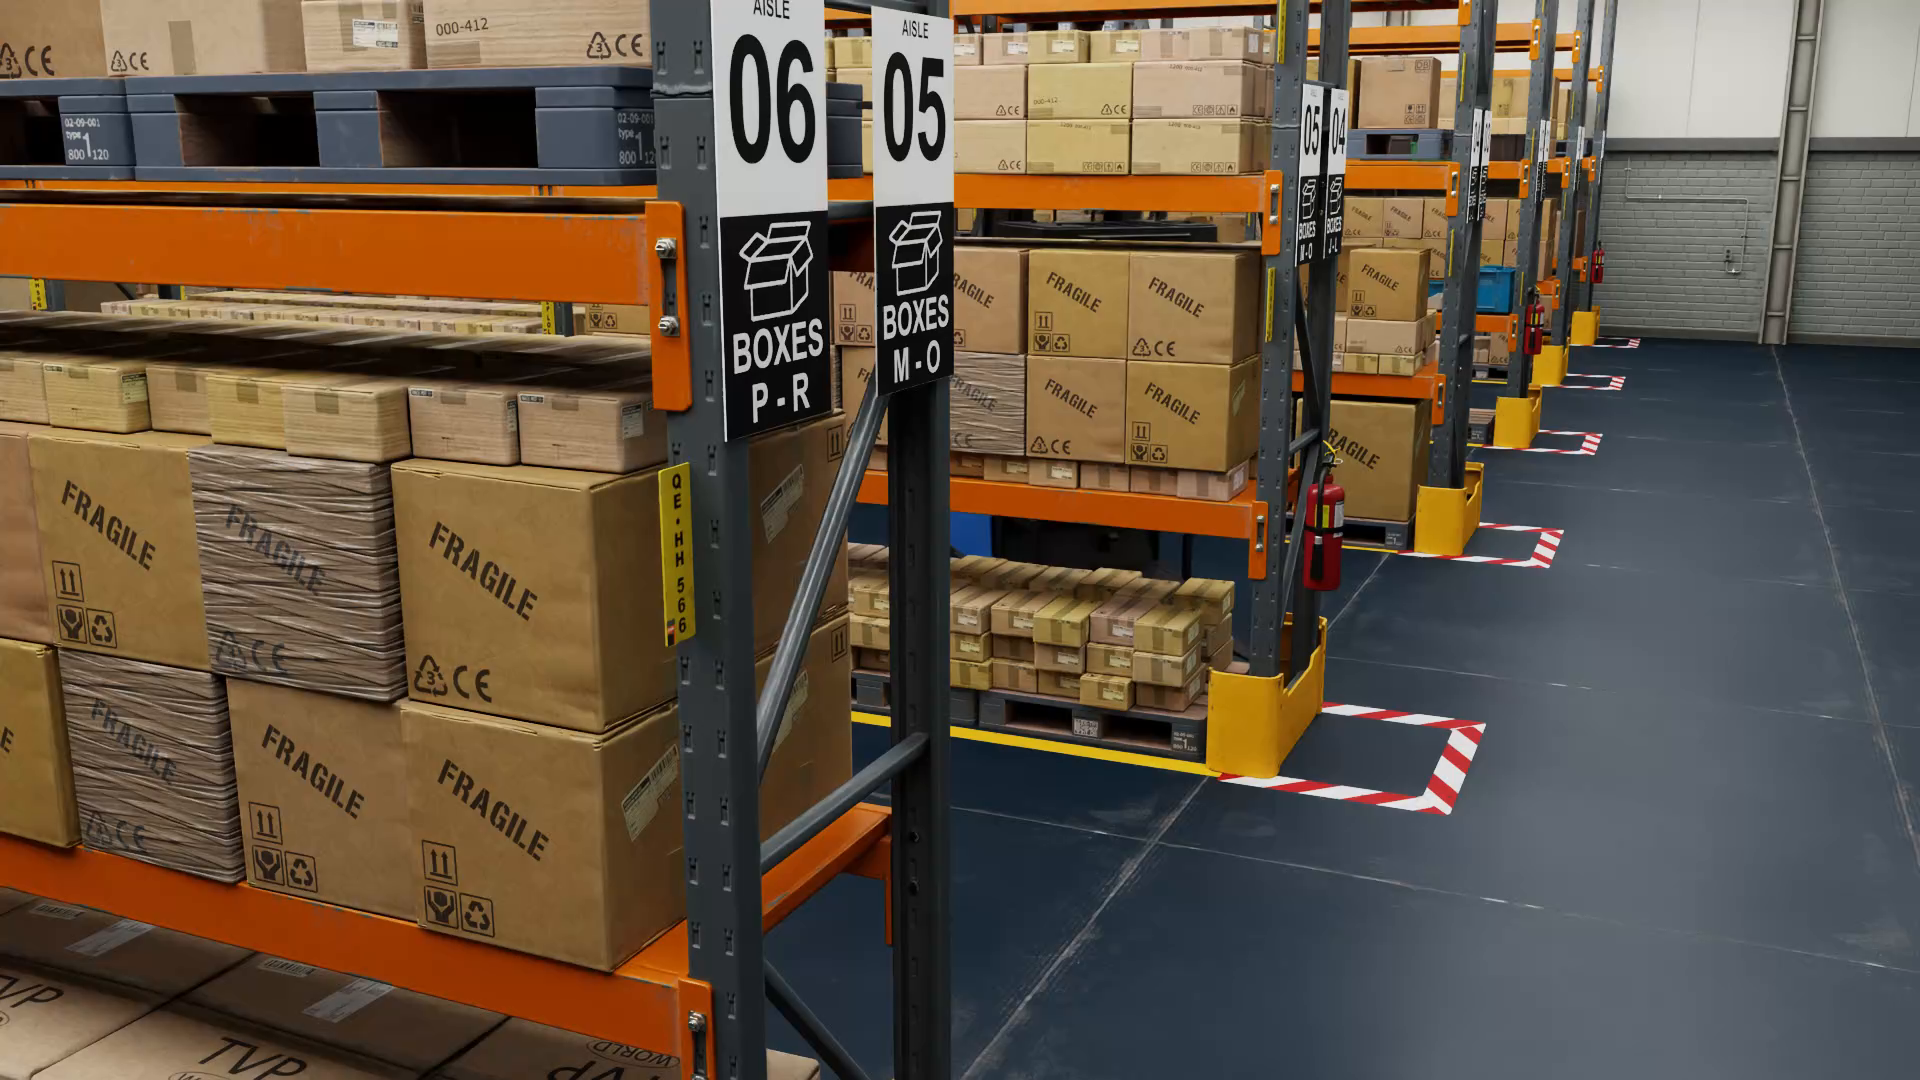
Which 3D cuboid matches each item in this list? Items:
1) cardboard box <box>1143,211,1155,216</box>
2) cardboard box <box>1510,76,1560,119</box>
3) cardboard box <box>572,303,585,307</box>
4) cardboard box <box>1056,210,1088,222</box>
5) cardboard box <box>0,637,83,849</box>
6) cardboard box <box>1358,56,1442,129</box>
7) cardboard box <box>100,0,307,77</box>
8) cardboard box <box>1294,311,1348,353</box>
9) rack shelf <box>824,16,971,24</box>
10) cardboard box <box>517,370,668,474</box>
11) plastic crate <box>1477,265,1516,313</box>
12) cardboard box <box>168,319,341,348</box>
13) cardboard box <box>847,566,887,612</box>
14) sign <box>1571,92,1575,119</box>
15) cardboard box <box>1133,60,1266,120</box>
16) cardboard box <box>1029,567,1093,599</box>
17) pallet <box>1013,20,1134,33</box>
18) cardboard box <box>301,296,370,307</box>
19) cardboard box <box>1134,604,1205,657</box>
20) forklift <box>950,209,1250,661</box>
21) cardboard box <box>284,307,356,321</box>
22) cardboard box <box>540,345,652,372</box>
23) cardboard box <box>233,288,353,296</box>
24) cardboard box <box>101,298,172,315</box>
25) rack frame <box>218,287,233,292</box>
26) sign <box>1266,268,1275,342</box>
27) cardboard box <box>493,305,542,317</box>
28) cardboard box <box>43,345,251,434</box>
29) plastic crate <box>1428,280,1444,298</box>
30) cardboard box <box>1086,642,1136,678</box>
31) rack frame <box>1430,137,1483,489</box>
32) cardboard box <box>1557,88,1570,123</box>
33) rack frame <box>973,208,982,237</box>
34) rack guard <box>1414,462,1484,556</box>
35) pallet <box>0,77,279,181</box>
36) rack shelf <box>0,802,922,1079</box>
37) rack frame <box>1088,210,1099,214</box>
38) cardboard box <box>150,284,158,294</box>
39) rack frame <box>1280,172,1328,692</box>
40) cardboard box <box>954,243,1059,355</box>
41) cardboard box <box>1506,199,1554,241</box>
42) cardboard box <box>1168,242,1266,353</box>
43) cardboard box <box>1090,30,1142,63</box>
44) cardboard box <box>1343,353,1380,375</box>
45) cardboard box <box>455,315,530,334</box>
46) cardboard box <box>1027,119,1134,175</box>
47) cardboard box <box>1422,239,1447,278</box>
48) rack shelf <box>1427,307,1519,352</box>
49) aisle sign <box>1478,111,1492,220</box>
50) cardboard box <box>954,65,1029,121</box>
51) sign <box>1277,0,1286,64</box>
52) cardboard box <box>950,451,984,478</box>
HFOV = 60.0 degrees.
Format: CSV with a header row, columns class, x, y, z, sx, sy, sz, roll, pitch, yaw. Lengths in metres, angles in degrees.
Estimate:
class,x,y,z,sx,sy,sz,roll,pitch,yaw
cardboard box,3.255,-5.375,28.180,0.500,0.500,0.500,6,15,25
cardboard box,7.275,-5.585,21.016,0.500,0.500,0.700,6,14,23
cardboard box,-3.245,-2.163,15.190,0.500,0.500,0.500,6,15,25
cardboard box,2.006,-5.625,28.977,0.500,0.500,0.700,4,14,17
cardboard box,-2.232,0.415,4.200,0.500,0.500,0.500,6,15,25
cardboard box,3.238,-3.275,12.224,0.500,0.500,0.700,5,14,20
cardboard box,-1.627,-1.225,3.902,0.500,0.311,0.500,6,15,24
cardboard box,2.721,-1.585,12.619,0.500,0.250,0.500,6,14,22
rack shelf,1.268,-6.965,20.687,3.809,1.986,15.735,6,14,23
cardboard box,-0.688,-0.249,3.423,0.250,0.149,0.380,6,14,24
plastic crate,5.359,-2.549,16.844,0.499,0.435,0.616,6,14,23
cardboard box,-1.892,-0.501,4.495,0.250,0.149,0.380,5,14,22
cardboard box,-0.584,0.268,9.065,0.250,0.149,0.380,5,14,21
sign,7.508,-5.322,20.367,0.005,0.325,0.100,6,14,23
cardboard box,0.027,-2.243,8.092,2.840,0.399,0.501,5,14,22
cardboard box,0.553,0.269,9.063,0.250,0.149,0.380,5,14,20
pallet,1.315,-5.585,18.147,1.213,0.211,1.003,6,14,23
cardboard box,-4.115,-1.517,10.981,0.250,0.149,0.380,6,14,23
cardboard box,1.047,0.448,8.298,0.250,0.149,0.380,6,14,24
forklift,0.829,-0.860,10.005,1.130,2.935,3.031,-5,14,-19
cardboard box,-3.908,-1.333,10.199,0.250,0.149,0.380,6,14,22
cardboard box,-0.760,-0.358,3.886,0.250,0.149,0.380,6,15,25
cardboard box,-6.567,-2.980,16.658,1.000,1.000,1.000,6,14,24
cardboard box,-5.333,-1.478,10.816,0.250,0.149,0.380,6,14,23
rack frame,-7.237,-2.587,17.212,0.127,3.000,1.000,6,14,23
sign,1.391,-1.053,7.451,0.005,0.325,0.100,6,14,23
cardboard box,-2.688,-1.373,10.368,0.250,0.149,0.380,6,14,24
cardboard box,-1.877,-0.356,3.877,0.250,0.149,0.380,6,15,25
plastic crate,5.047,-2.611,17.551,0.300,0.233,0.416,6,14,23
cardboard box,0.818,0.564,8.454,0.250,0.149,0.380,5,14,22
rack frame,3.735,-1.476,12.480,0.127,3.000,1.000,6,14,23
cardboard box,8.974,-6.596,25.283,0.500,0.500,0.500,6,14,23
rack frame,0.437,-4.285,24.451,0.127,3.000,1.000,6,14,23
rack guard,3.757,-0.257,12.756,0.348,0.500,1.175,6,14,23
pallet,-2.081,-1.003,4.090,1.213,0.211,1.003,6,14,23
rack shelf,-2.108,0.759,4.530,4.000,0.370,1.077,6,14,23
rack frame,2.440,-5.320,28.862,0.127,3.000,1.000,6,14,23
cardboard box,-8.066,-2.888,17.628,0.500,0.500,0.875,6,14,23
rack frame,1.635,-0.450,8.108,0.053,2.616,0.949,6,14,23
cardboard box,0.172,-1.213,8.301,0.500,0.500,0.500,7,15,26
cardboard box,7.233,-4.064,21.102,0.500,0.500,0.500,6,14,23
cardboard box,1.331,-1.227,8.359,0.500,0.500,0.500,6,14,23
cardboard box,0.790,-2.311,7.831,0.250,0.149,0.380,5,14,22
cardboard box,3.038,-1.342,12.457,0.250,0.149,0.380,6,14,24
cardboard box,-2.716,-1.213,9.685,0.250,0.149,0.380,5,14,22
cardboard box,0.641,-1.870,7.918,0.500,0.250,0.500,6,14,23
cardboard box,6.301,-3.673,21.623,0.500,0.500,0.500,6,14,24
rack shelf,3.913,-2.346,17.760,4.000,0.370,1.077,6,14,23
aisle sign,3.922,-2.798,12.422,0.004,0.787,0.394,6,14,23
cardboard box,0.174,-2.165,8.083,0.500,0.250,0.500,6,14,24
sign,1.391,-2.227,7.175,0.005,0.325,0.100,6,14,23
cardboard box,0.079,-0.436,8.597,0.250,0.149,0.380,5,14,21
